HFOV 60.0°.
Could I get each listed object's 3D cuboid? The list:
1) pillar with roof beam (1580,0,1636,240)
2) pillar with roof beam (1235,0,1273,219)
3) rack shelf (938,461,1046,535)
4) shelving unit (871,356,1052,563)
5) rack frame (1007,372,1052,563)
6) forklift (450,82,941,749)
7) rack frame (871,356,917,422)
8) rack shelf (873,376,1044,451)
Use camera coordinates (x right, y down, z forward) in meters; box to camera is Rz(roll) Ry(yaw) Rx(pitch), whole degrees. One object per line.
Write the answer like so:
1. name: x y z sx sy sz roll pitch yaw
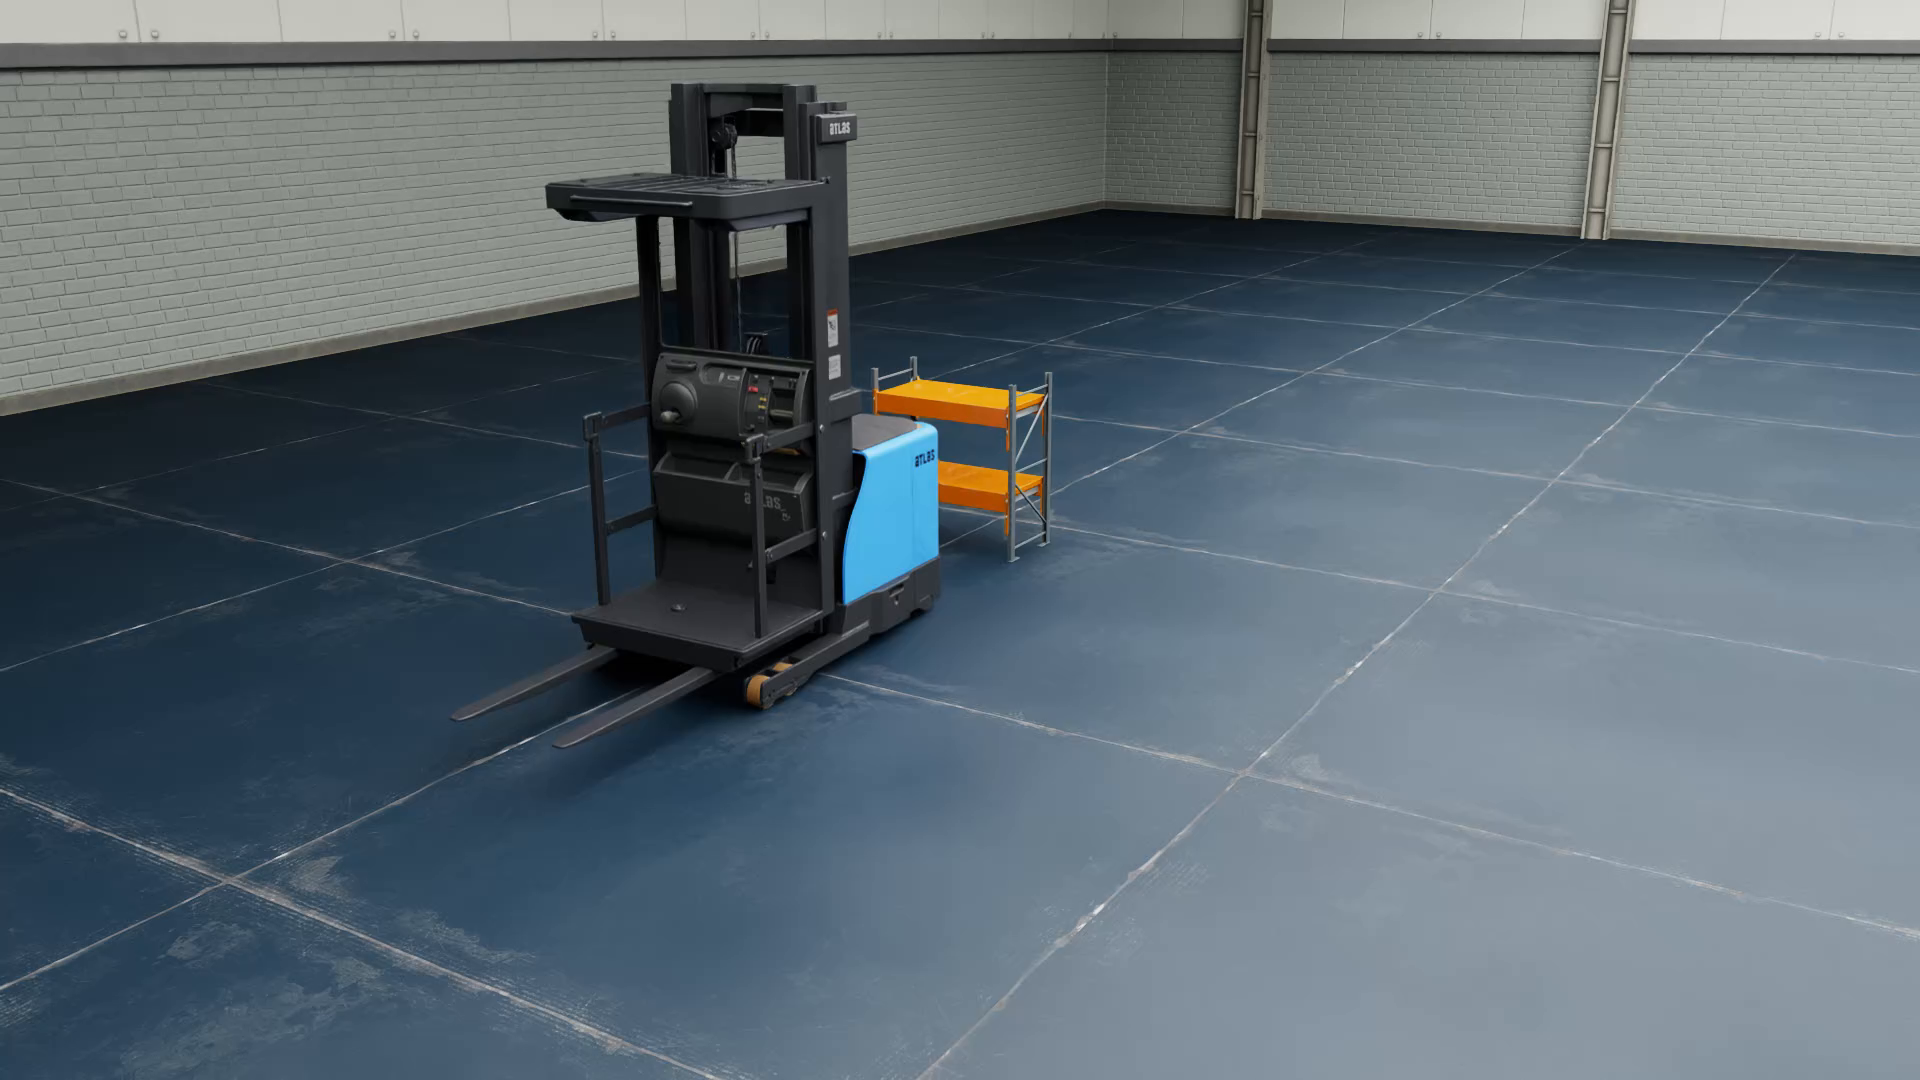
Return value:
1. pillar with roof beam: 8.066 -8.143 22.207 0.400 9.000 9.100 10 20 30
2. pillar with roof beam: 2.954 -9.056 25.212 0.400 9.000 9.100 10 20 30
3. rack shelf: 0.006 -0.303 10.785 1.000 0.278 0.538 10 20 30
4. shelving unit: 0.006 -0.537 10.714 1.048 1.125 0.538 10 20 30
5. rack frame: 0.439 -0.460 10.460 0.032 1.125 0.500 10 20 30
6. forklift: -1.268 -0.724 8.223 1.130 2.935 3.031 9 19 28
7. rack frame: -0.427 -0.615 10.969 0.032 1.125 0.500 10 20 30
8. rack shelf: 0.006 -0.817 10.629 1.000 0.278 0.538 10 20 30
